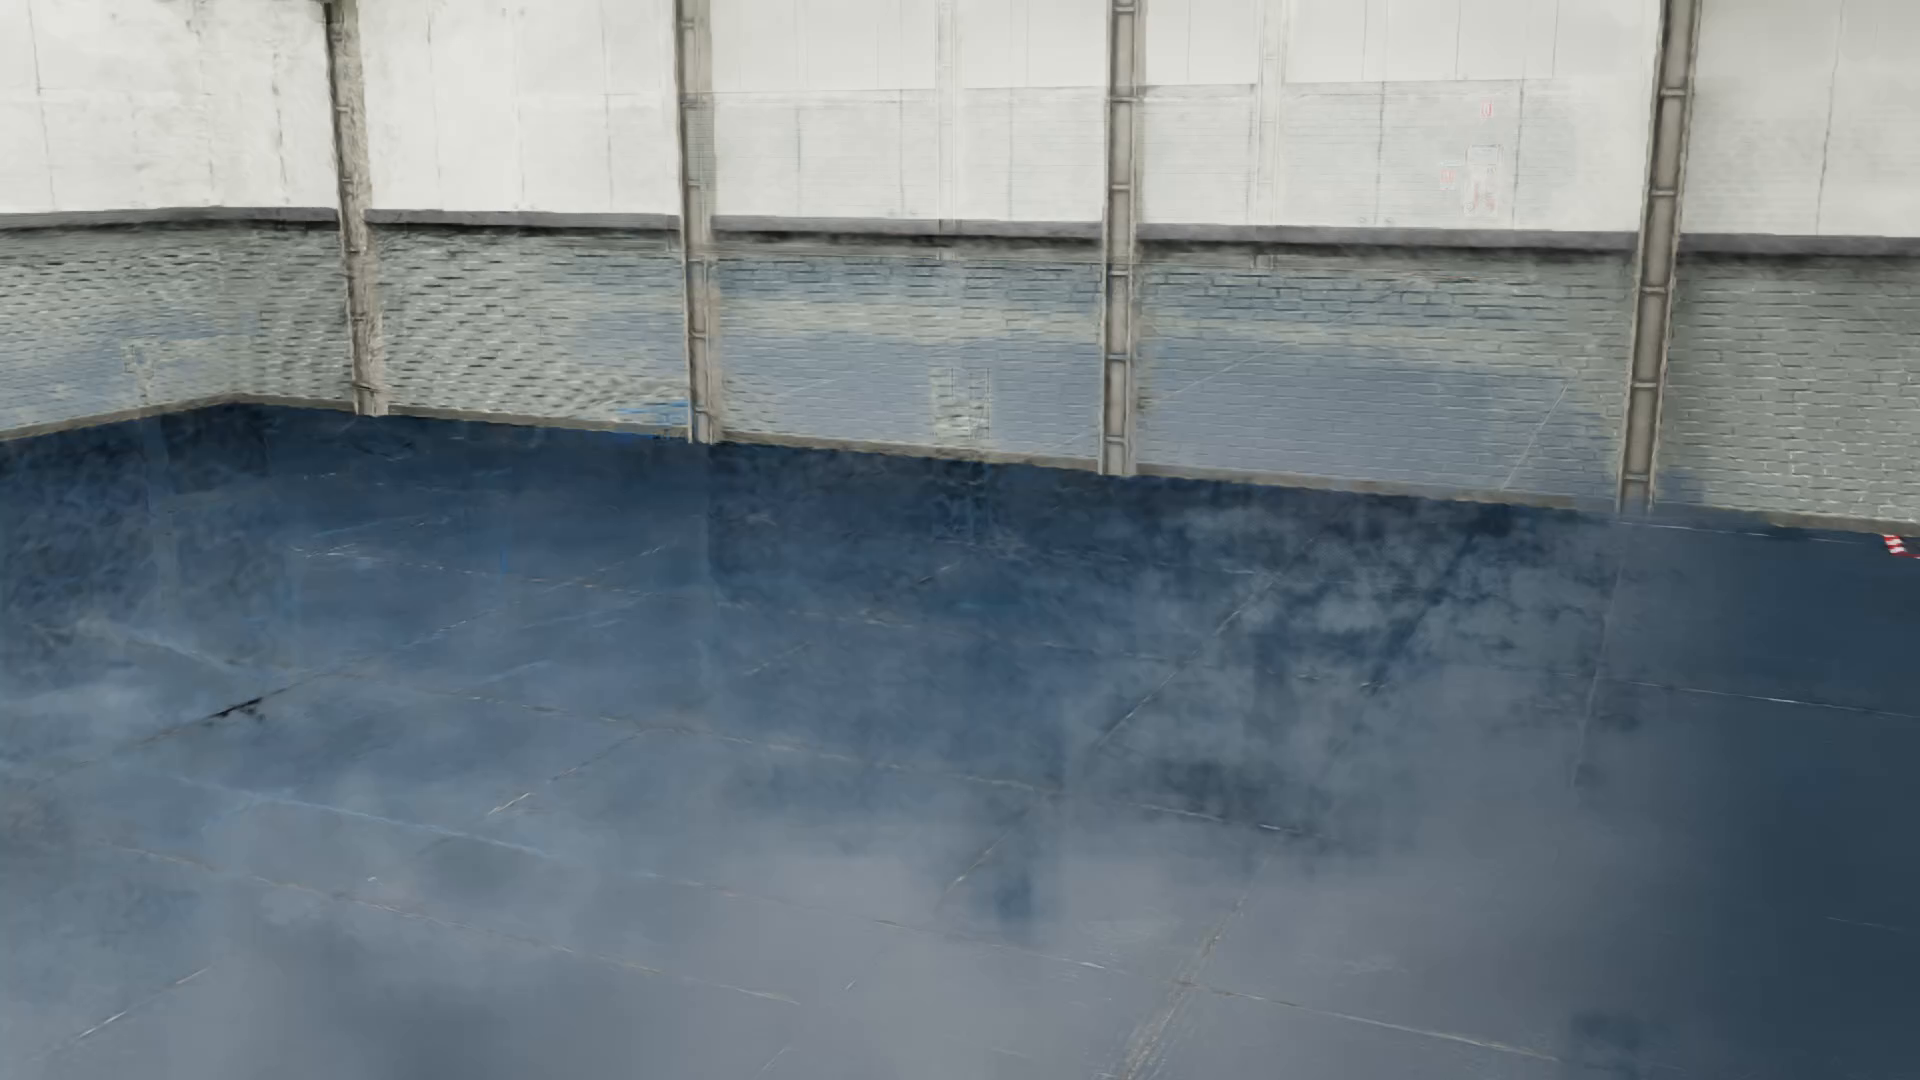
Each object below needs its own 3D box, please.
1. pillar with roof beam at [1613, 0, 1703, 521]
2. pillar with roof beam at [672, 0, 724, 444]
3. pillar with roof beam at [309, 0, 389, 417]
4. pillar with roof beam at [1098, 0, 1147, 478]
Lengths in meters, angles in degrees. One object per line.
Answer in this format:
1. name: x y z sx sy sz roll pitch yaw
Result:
1. pillar with roof beam: 3.533 -8.203 24.016 0.400 9.000 9.100 6 14 23
2. pillar with roof beam: -7.438 -9.314 28.748 0.400 9.000 9.100 6 14 23
3. pillar with roof beam: -12.924 -9.869 31.114 0.400 9.000 9.100 6 14 23
4. pillar with roof beam: -1.953 -8.758 26.382 0.400 9.000 9.100 6 14 23
